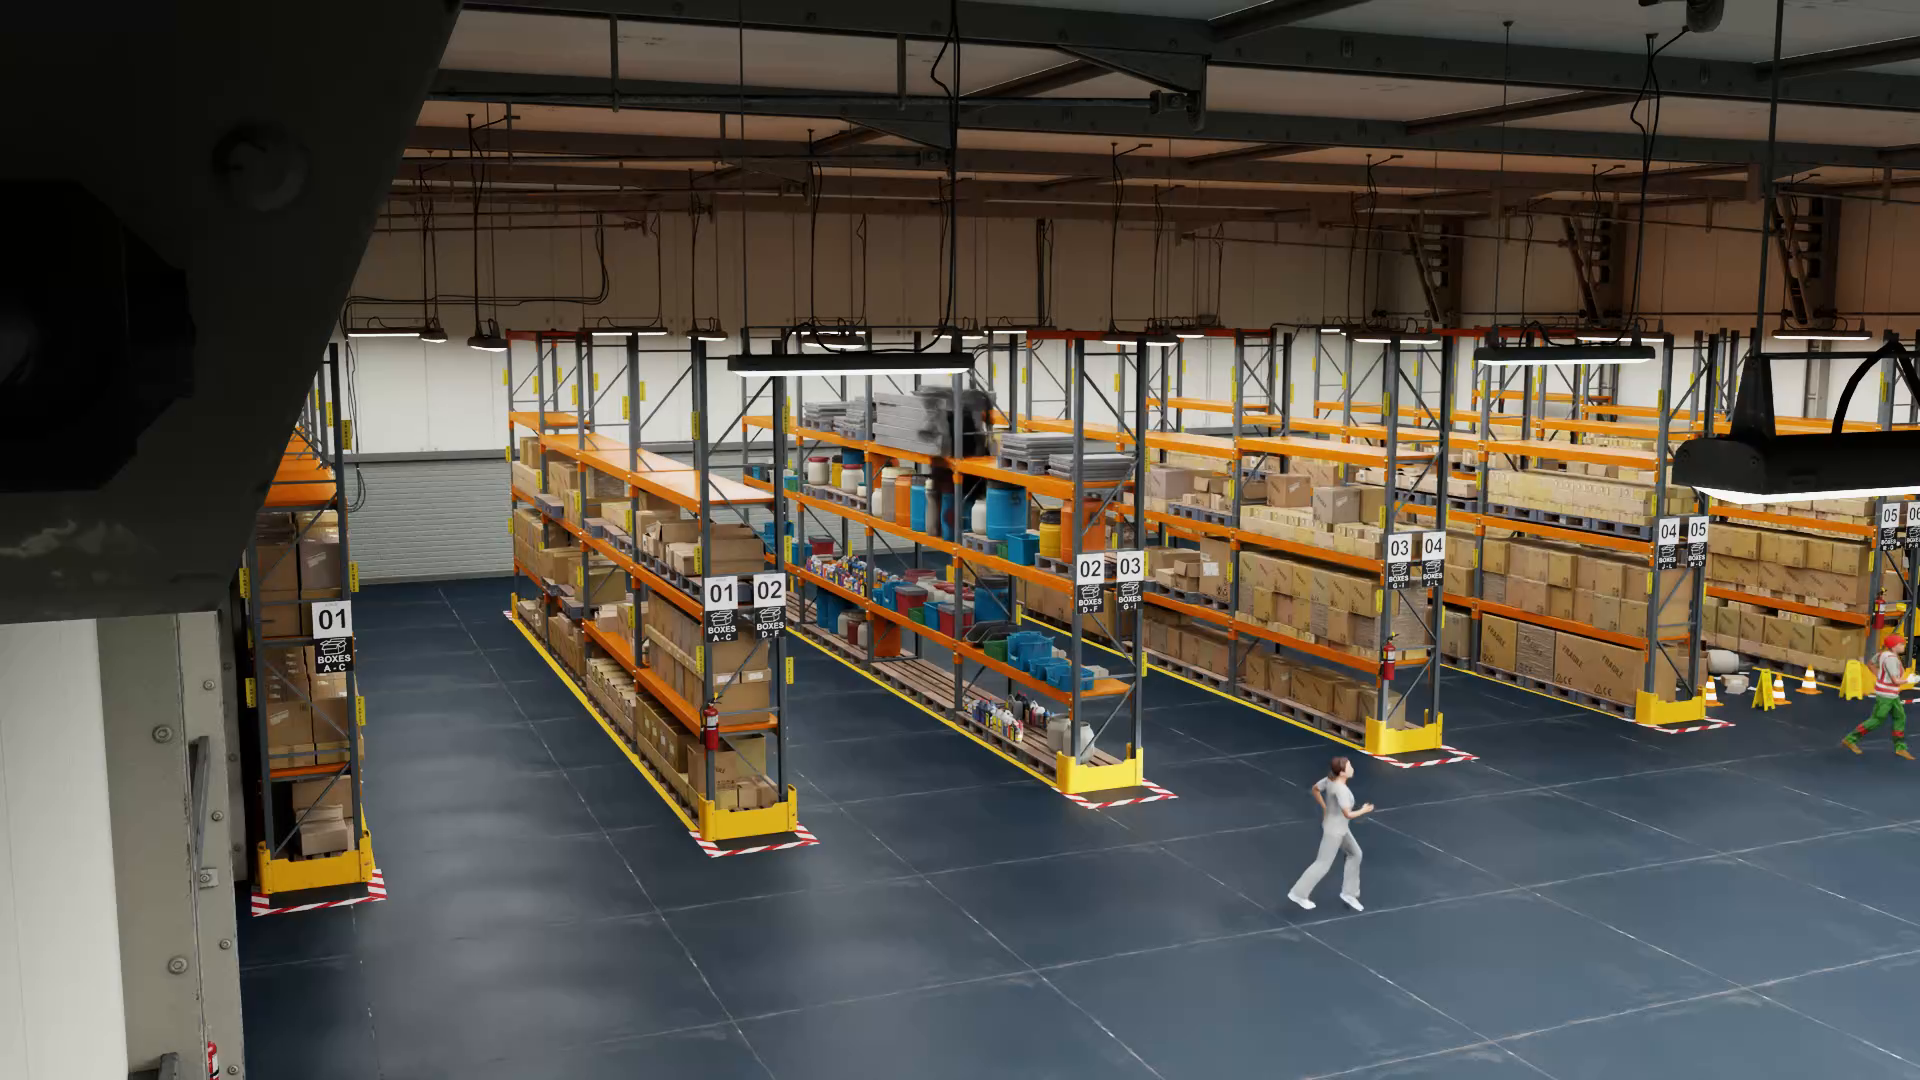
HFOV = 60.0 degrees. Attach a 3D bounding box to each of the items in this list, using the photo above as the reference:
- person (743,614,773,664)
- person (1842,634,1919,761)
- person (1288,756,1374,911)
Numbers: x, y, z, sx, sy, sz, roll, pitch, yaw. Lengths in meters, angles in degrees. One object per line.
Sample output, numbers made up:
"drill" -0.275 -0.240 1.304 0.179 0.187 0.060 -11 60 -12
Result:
"person" -3.355 1.586 28.508 0.595 1.663 0.757 -5 9 -30
"person" 13.131 2.230 23.672 0.973 1.817 0.672 3 8 23
"person" 3.924 3.121 17.637 0.890 1.709 0.573 0 8 3
